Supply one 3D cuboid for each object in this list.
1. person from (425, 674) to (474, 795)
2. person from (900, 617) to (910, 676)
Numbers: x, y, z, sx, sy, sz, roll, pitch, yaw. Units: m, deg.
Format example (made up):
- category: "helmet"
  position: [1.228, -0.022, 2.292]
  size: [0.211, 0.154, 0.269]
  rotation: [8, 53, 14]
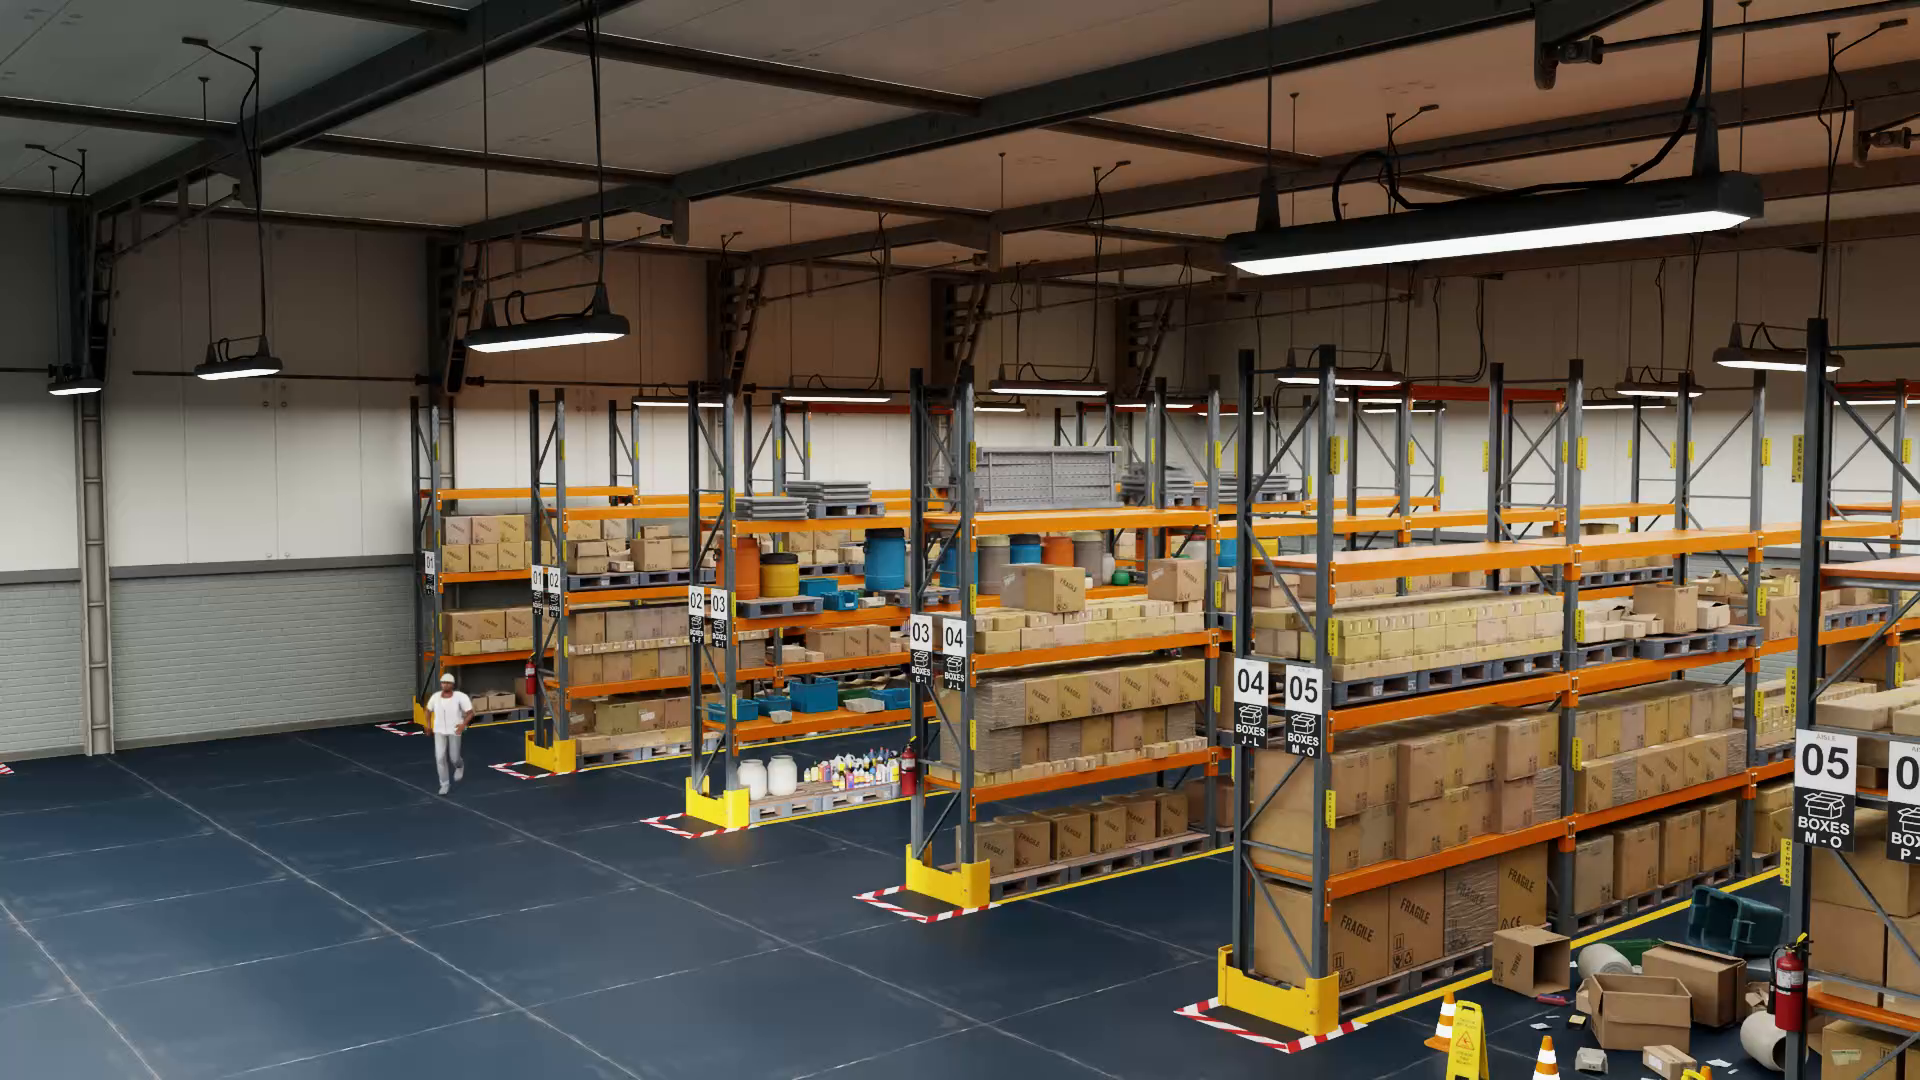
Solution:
- category: "person"
  position: [-7.573, 2.841, 24.649]
  size: [0.728, 1.749, 0.817]
  rotation: [0, 3, -4]
- category: "person"
  position: [-1.013, 2.150, 33.258]
  size: [0.497, 1.605, 0.586]
  rotation: [-2, 4, -32]
